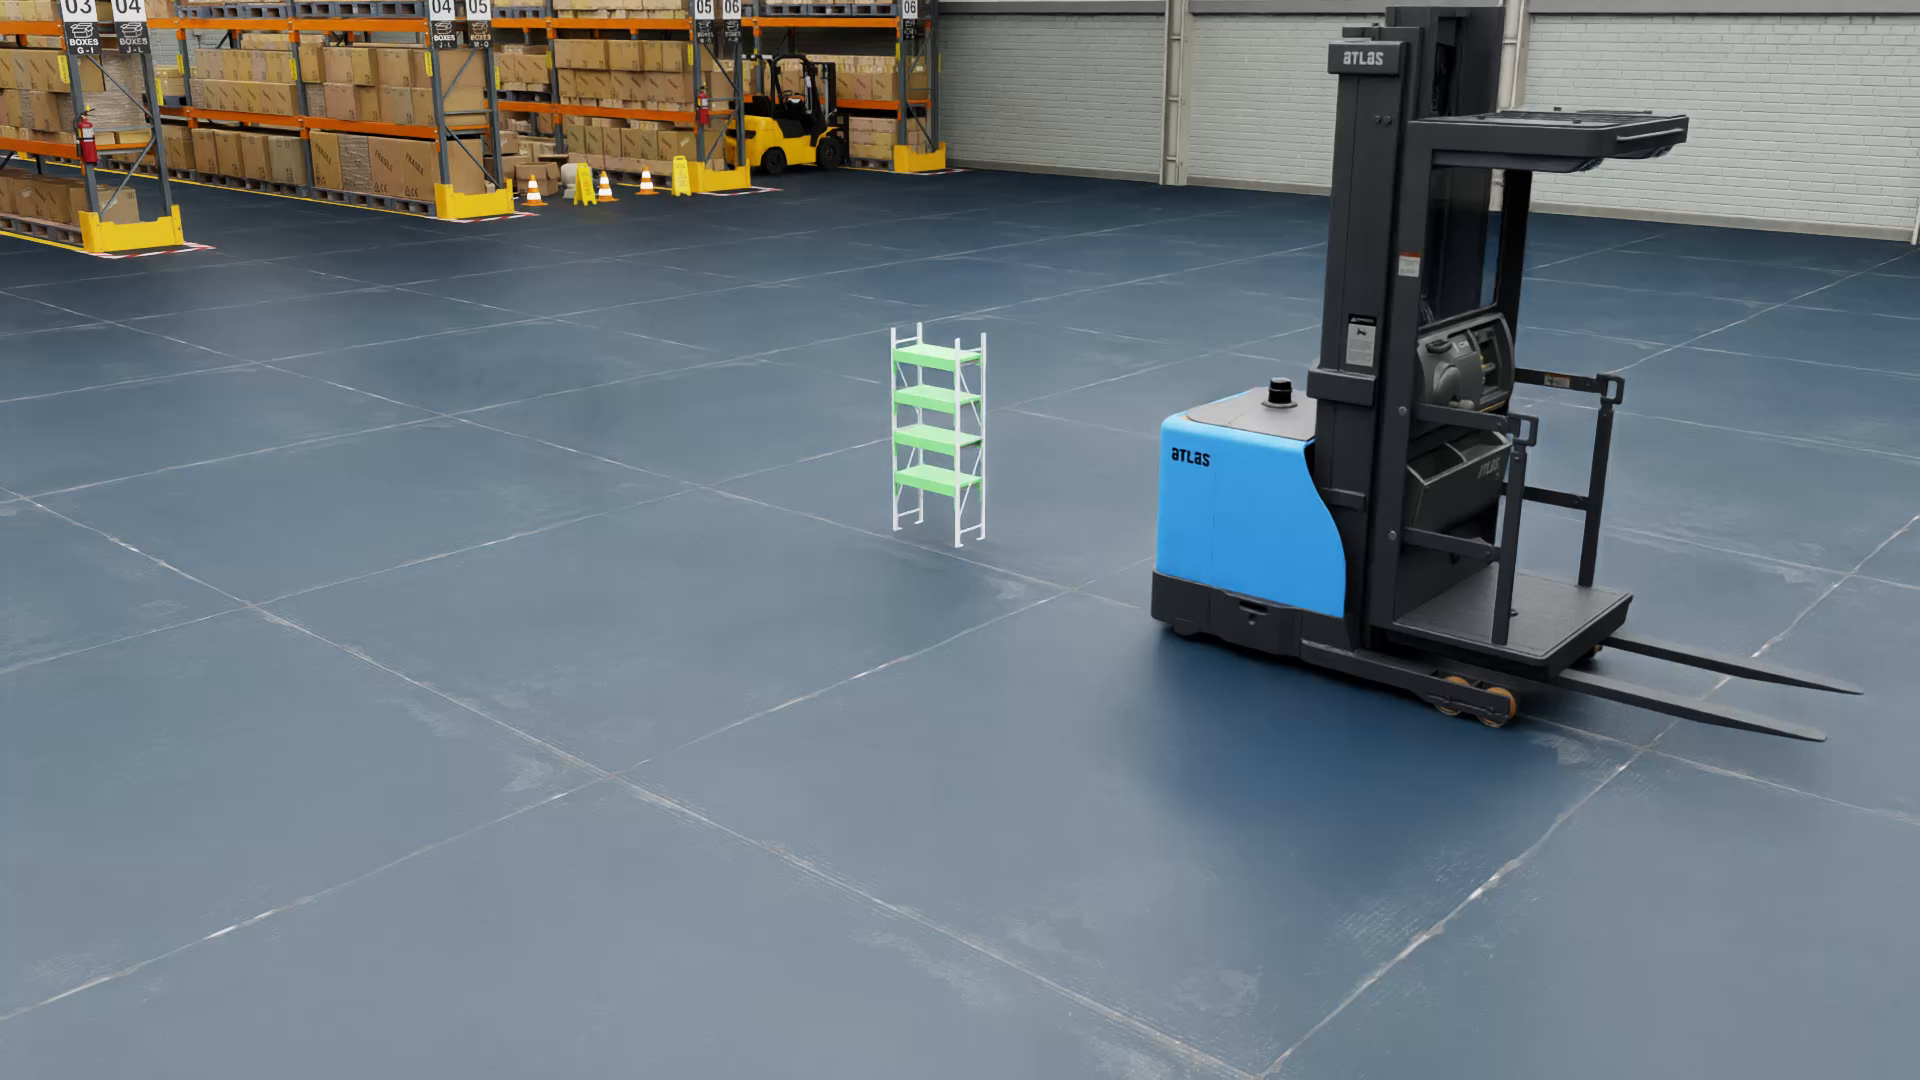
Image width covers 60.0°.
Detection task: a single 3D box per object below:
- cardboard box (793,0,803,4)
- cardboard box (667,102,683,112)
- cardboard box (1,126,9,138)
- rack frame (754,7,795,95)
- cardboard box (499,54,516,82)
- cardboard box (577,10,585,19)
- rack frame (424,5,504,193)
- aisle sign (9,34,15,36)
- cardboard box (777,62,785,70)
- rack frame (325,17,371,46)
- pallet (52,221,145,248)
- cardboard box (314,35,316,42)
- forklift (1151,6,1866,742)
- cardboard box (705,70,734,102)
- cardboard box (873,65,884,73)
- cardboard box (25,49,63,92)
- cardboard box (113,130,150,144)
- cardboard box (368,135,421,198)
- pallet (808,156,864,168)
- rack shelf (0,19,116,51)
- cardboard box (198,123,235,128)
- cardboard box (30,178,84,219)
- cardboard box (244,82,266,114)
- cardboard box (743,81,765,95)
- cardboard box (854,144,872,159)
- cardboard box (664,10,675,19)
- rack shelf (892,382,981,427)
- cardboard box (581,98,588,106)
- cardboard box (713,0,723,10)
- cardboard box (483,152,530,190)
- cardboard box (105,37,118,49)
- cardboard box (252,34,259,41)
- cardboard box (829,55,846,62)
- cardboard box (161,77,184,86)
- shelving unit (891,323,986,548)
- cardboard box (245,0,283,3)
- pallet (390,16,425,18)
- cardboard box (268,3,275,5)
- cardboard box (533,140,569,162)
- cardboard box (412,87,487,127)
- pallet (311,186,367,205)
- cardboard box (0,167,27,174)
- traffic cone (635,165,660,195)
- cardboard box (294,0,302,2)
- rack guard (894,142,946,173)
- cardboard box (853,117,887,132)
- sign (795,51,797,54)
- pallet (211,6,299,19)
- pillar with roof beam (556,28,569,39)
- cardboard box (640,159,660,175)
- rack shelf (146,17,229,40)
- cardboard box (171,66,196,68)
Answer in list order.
[{"bbox_3d":[-3.070,-10.631,32.746,0.250,0.149,0.380,16,24,41],"label":"cardboard box"},{"bbox_3d":[-4.764,-7.392,28.359,0.250,0.149,0.380,15,23,39],"label":"cardboard box"},{"bbox_3d":[-12.736,-5.544,22.536,0.250,0.149,0.380,15,23,39],"label":"cardboard box"},{"bbox_3d":[-3.779,-9.386,34.227,0.127,3.000,1.000,15,23,39],"label":"rack frame"},{"bbox_3d":[-8.322,-8.897,31.335,0.500,0.500,0.500,16,24,41],"label":"cardboard box"},{"bbox_3d":[-6.583,-9.364,29.615,0.250,0.149,0.380,15,23,39],"label":"cardboard box"},{"bbox_3d":[-7.289,-6.319,24.563,0.127,3.000,1.000,15,23,39],"label":"rack frame"},{"bbox_3d":[-19.510,-10.717,34.125,0.004,0.787,0.394,15,23,39],"label":"aisle sign"},{"bbox_3d":[-3.520,-9.567,33.562,0.250,0.149,0.380,16,23,41],"label":"cardboard box"},{"bbox_3d":[-13.054,-9.868,35.748,0.127,3.000,1.000,15,23,39],"label":"rack frame"},{"bbox_3d":[-11.298,-4.074,22.100,1.213,0.211,1.003,15,23,39],"label":"pallet"},{"bbox_3d":[-13.621,-10.769,35.695,0.250,0.149,0.380,16,23,41],"label":"cardboard box"},{"bbox_3d":[2.395,-0.779,7.222,3.031,2.935,1.130,14,23,38],"label":"forklift"},{"bbox_3d":[-4.249,-7.806,28.593,0.500,0.500,0.500,15,23,38],"label":"cardboard box"},{"bbox_3d":[-1.443,-8.990,31.744,0.250,0.149,0.380,16,23,40],"label":"cardboard box"},{"bbox_3d":[-11.610,-6.036,21.364,0.500,0.500,0.500,15,23,39],"label":"cardboard box"},{"bbox_3d":[-10.712,-5.208,21.479,0.250,0.149,0.380,15,23,39],"label":"cardboard box"},{"bbox_3d":[-8.500,-5.804,25.758,0.875,0.875,0.875,15,23,38],"label":"cardboard box"},{"bbox_3d":[-2.295,-7.643,33.344,1.213,0.211,1.003,15,23,39],"label":"pallet"},{"bbox_3d":[-12.153,-6.705,22.011,4.000,0.370,1.077,15,23,39],"label":"rack shelf"},{"bbox_3d":[-13.628,-7.484,30.434,0.500,0.250,0.500,14,22,37],"label":"cardboard box"},{"bbox_3d":[-12.426,-4.719,22.961,0.500,0.500,0.500,13,22,34],"label":"cardboard box"},{"bbox_3d":[-11.604,-7.417,27.857,0.500,0.500,0.500,15,23,40],"label":"cardboard box"},{"bbox_3d":[-4.329,-9.356,34.382,0.500,0.250,0.500,16,23,40],"label":"cardboard box"},{"bbox_3d":[-1.714,-7.597,32.443,0.500,0.250,0.500,15,23,39],"label":"cardboard box"},{"bbox_3d":[-4.739,-8.820,27.900,0.250,0.149,0.380,15,23,40],"label":"cardboard box"},{"bbox_3d":[-0.124,-0.773,9.482,0.480,0.148,0.258,15,23,39],"label":"rack shelf"},{"bbox_3d":[-6.606,-7.921,30.027,0.250,0.149,0.380,15,23,39],"label":"cardboard box"},{"bbox_3d":[-4.278,-9.120,28.188,0.500,0.250,0.500,15,23,38],"label":"cardboard box"},{"bbox_3d":[-7.778,-6.300,28.405,0.503,0.637,0.797,15,23,39],"label":"cardboard box"},{"bbox_3d":[-16.440,-9.540,32.403,0.500,0.500,0.500,16,23,41],"label":"cardboard box"},{"bbox_3d":[-15.603,-11.256,37.231,0.250,0.149,0.380,16,24,41],"label":"cardboard box"},{"bbox_3d":[-2.346,-9.412,32.581,0.250,0.149,0.380,15,23,40],"label":"cardboard box"},{"bbox_3d":[-13.944,-8.143,29.542,0.250,0.149,0.380,16,23,40],"label":"cardboard box"},{"bbox_3d":[-0.124,-0.605,9.535,0.503,1.200,0.258,15,23,39],"label":"shelving unit"},{"bbox_3d":[-11.350,-8.926,27.208,0.500,0.250,0.500,15,23,39],"label":"cardboard box"},{"bbox_3d":[-10.579,-10.522,33.161,1.003,0.211,1.213,16,24,42],"label":"pallet"},{"bbox_3d":[-14.960,-11.995,36.777,0.500,0.311,0.500,16,23,40],"label":"cardboard box"},{"bbox_3d":[-7.465,-7.314,31.350,0.625,0.372,0.950,15,23,40],"label":"cardboard box"},{"bbox_3d":[-7.597,-6.454,24.743,0.550,0.550,0.875,15,23,39],"label":"cardboard box"},{"bbox_3d":[-9.764,-5.622,26.979,1.213,0.211,1.003,15,23,39],"label":"pallet"},{"bbox_3d":[-14.094,-5.166,24.337,0.500,0.500,0.700,13,22,35],"label":"cardboard box"},{"bbox_3d":[-5.257,-6.044,27.892,0.334,0.463,0.336,15,23,39],"label":"traffic cone"},{"bbox_3d":[-10.234,-8.530,26.127,0.250,0.149,0.380,15,23,38],"label":"cardboard box"},{"bbox_3d":[-0.769,-7.386,32.060,0.348,0.500,1.175,15,23,39],"label":"rack guard"},{"bbox_3d":[-1.724,-8.072,32.286,0.500,0.250,0.500,16,23,40],"label":"cardboard box"},{"bbox_3d":[-3.412,-9.962,34.481,0.005,0.325,0.100,15,23,39],"label":"sign"},{"bbox_3d":[-11.917,-8.924,28.124,1.213,0.211,1.003,16,24,42],"label":"pallet"},{"bbox_3d":[-12.542,-13.221,36.395,0.400,9.000,9.100,15,23,39],"label":"pillar with roof beam"},{"bbox_3d":[-5.244,-6.556,29.161,0.500,0.250,0.500,15,23,39],"label":"cardboard box"},{"bbox_3d":[-14.768,-9.413,30.545,4.000,0.370,1.077,15,23,39],"label":"rack shelf"},{"bbox_3d":[-14.274,-8.636,30.604,0.250,0.149,0.380,16,24,42],"label":"cardboard box"}]
